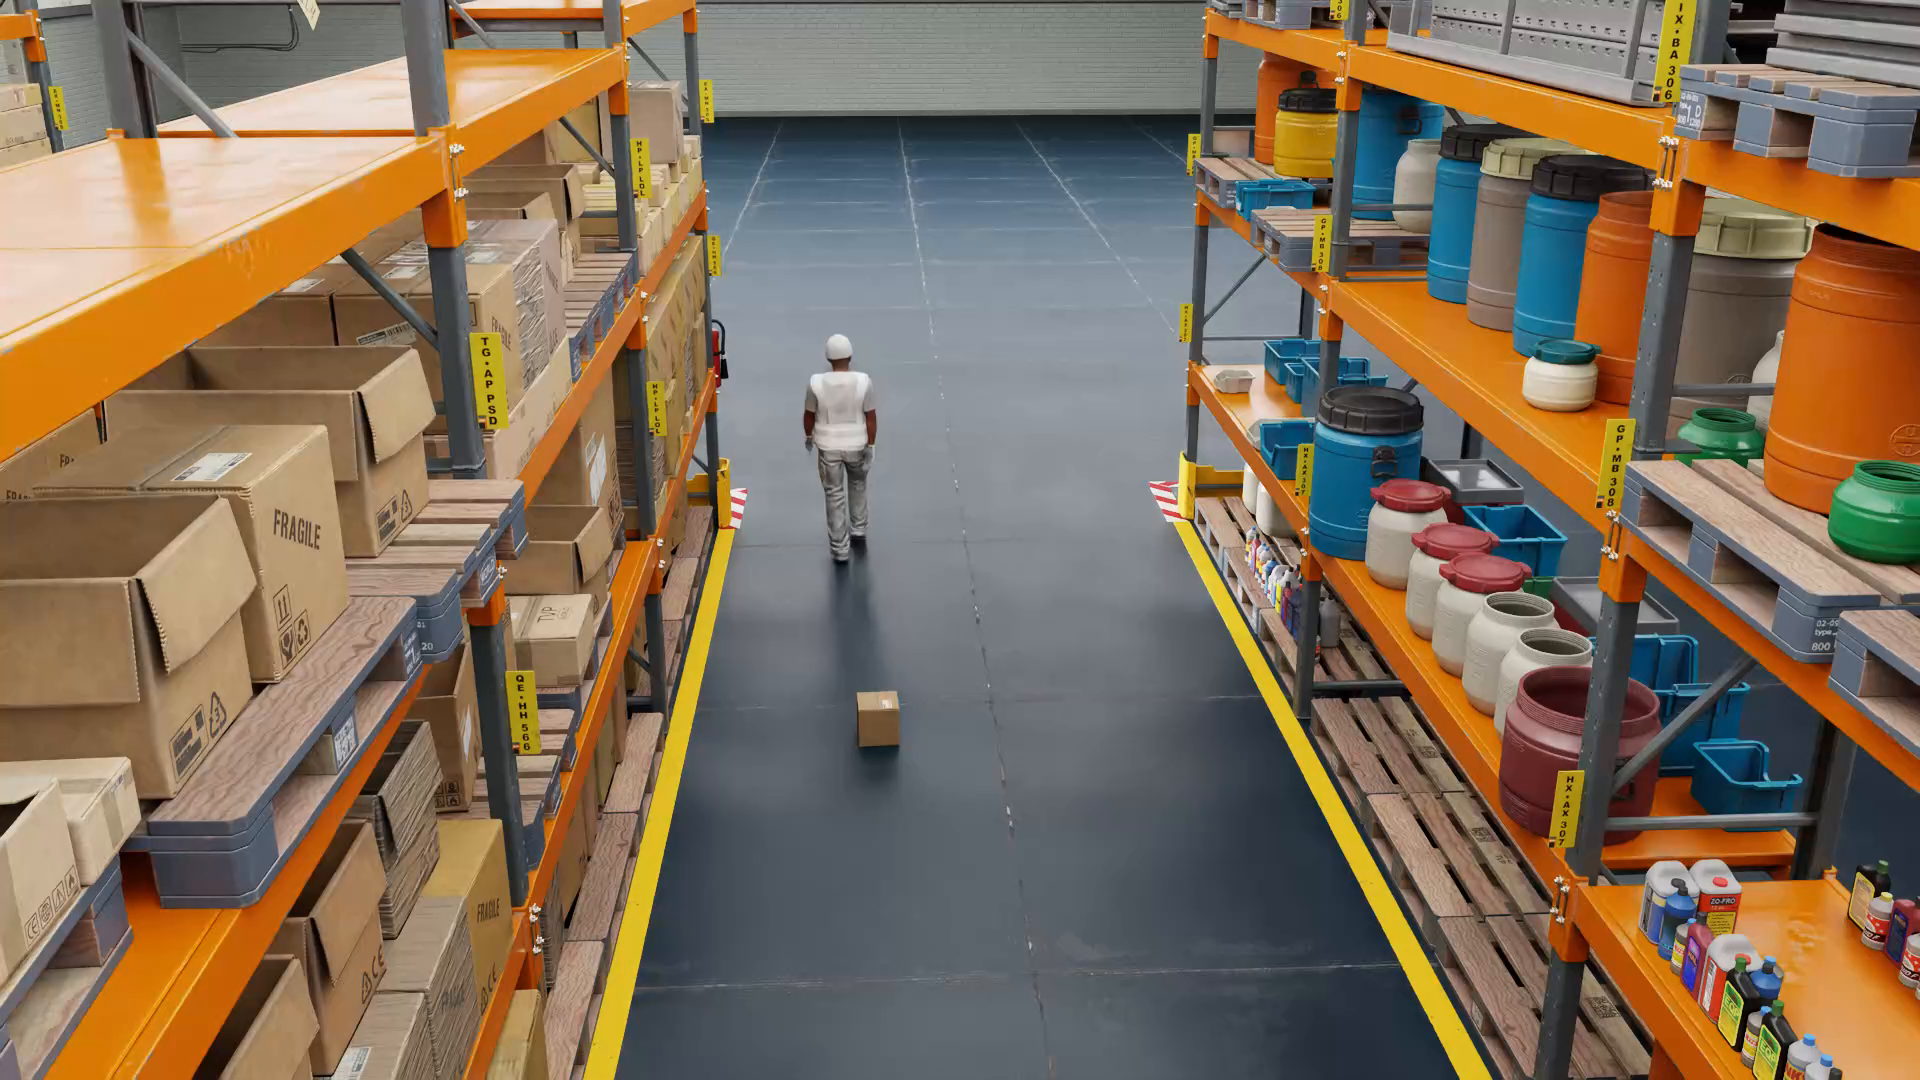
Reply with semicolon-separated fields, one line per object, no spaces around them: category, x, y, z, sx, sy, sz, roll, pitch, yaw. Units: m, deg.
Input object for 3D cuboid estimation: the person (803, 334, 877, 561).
person;-0.953;-0.769;13.133;0.560;1.798;0.794;-3;20;-8
